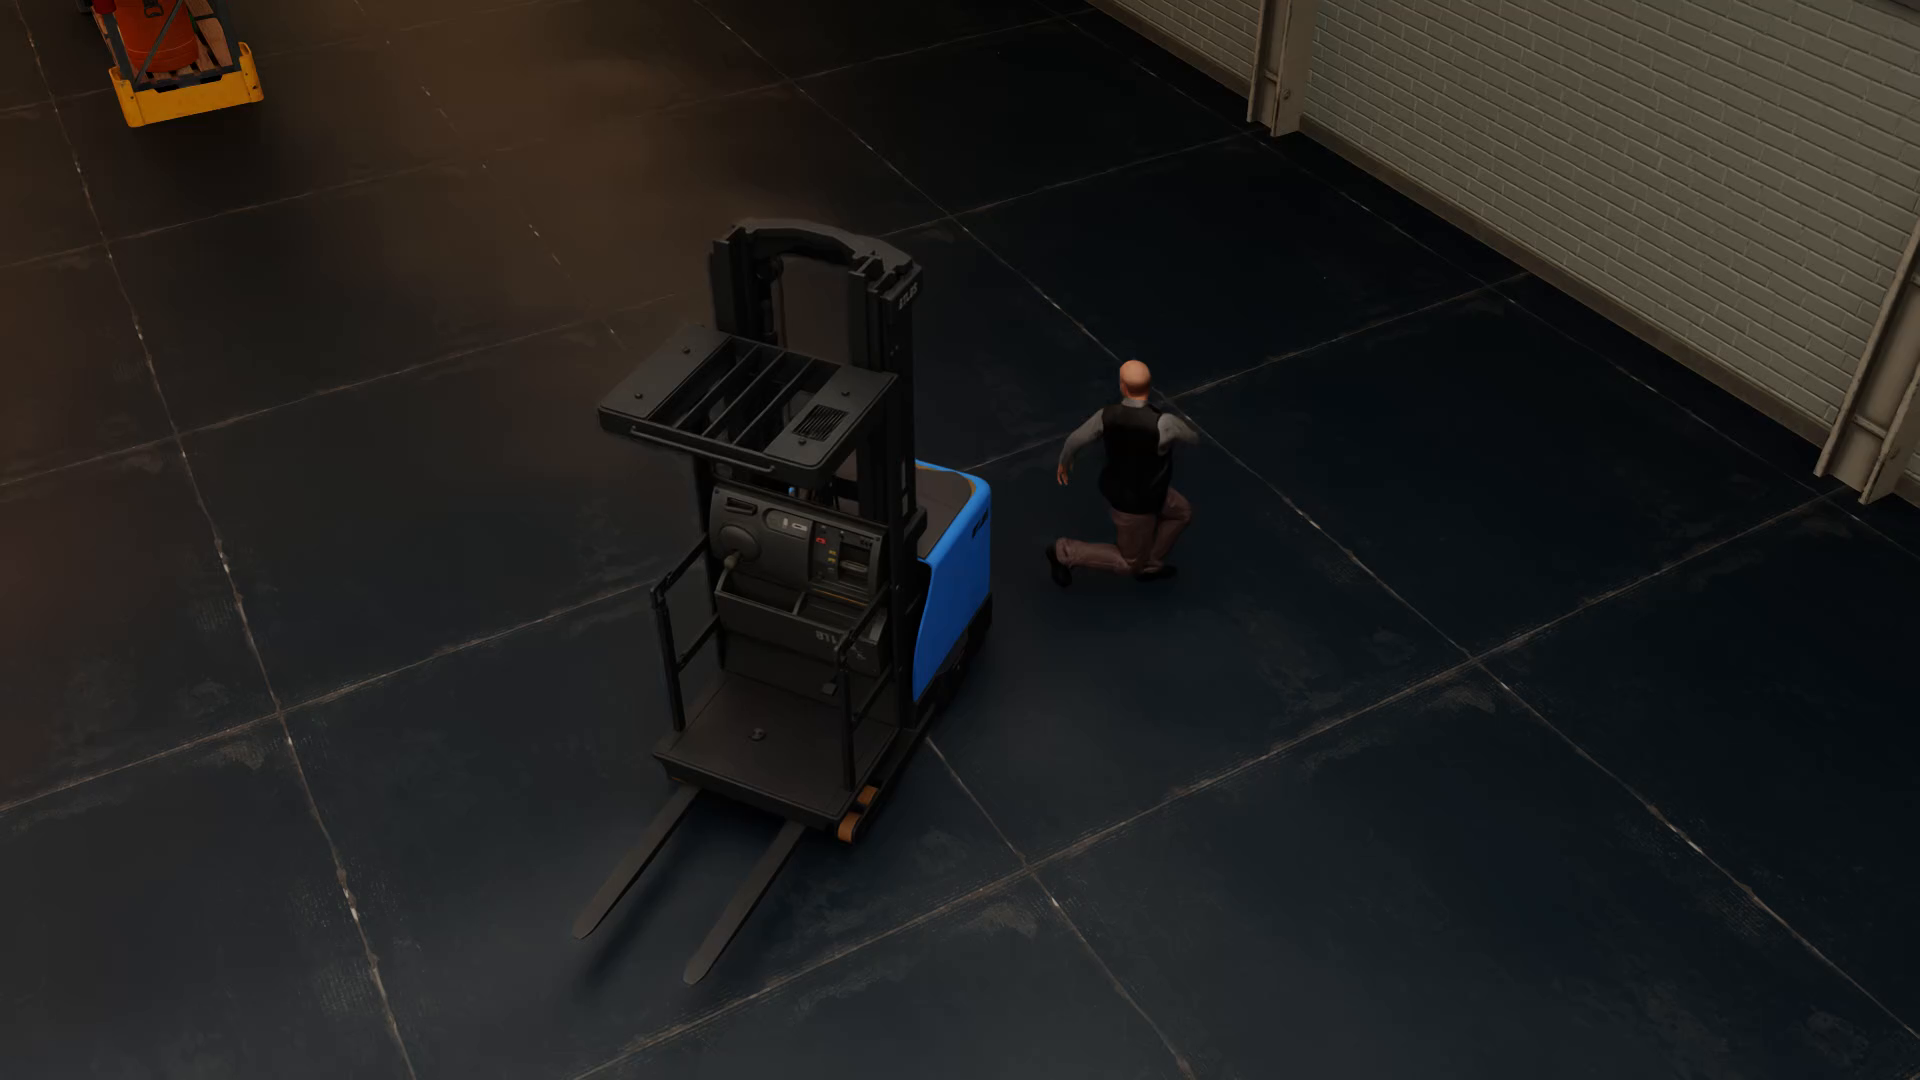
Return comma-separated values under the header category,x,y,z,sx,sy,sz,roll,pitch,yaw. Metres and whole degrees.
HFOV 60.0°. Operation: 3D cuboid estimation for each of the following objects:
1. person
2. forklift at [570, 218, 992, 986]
category,x,y,z,sx,sy,sz,roll,pitch,yaw
person,0.937,-0.350,9.633,0.884,1.498,0.639,-11,41,-13
forklift,-0.887,0.098,7.918,1.130,2.935,3.031,16,42,19
